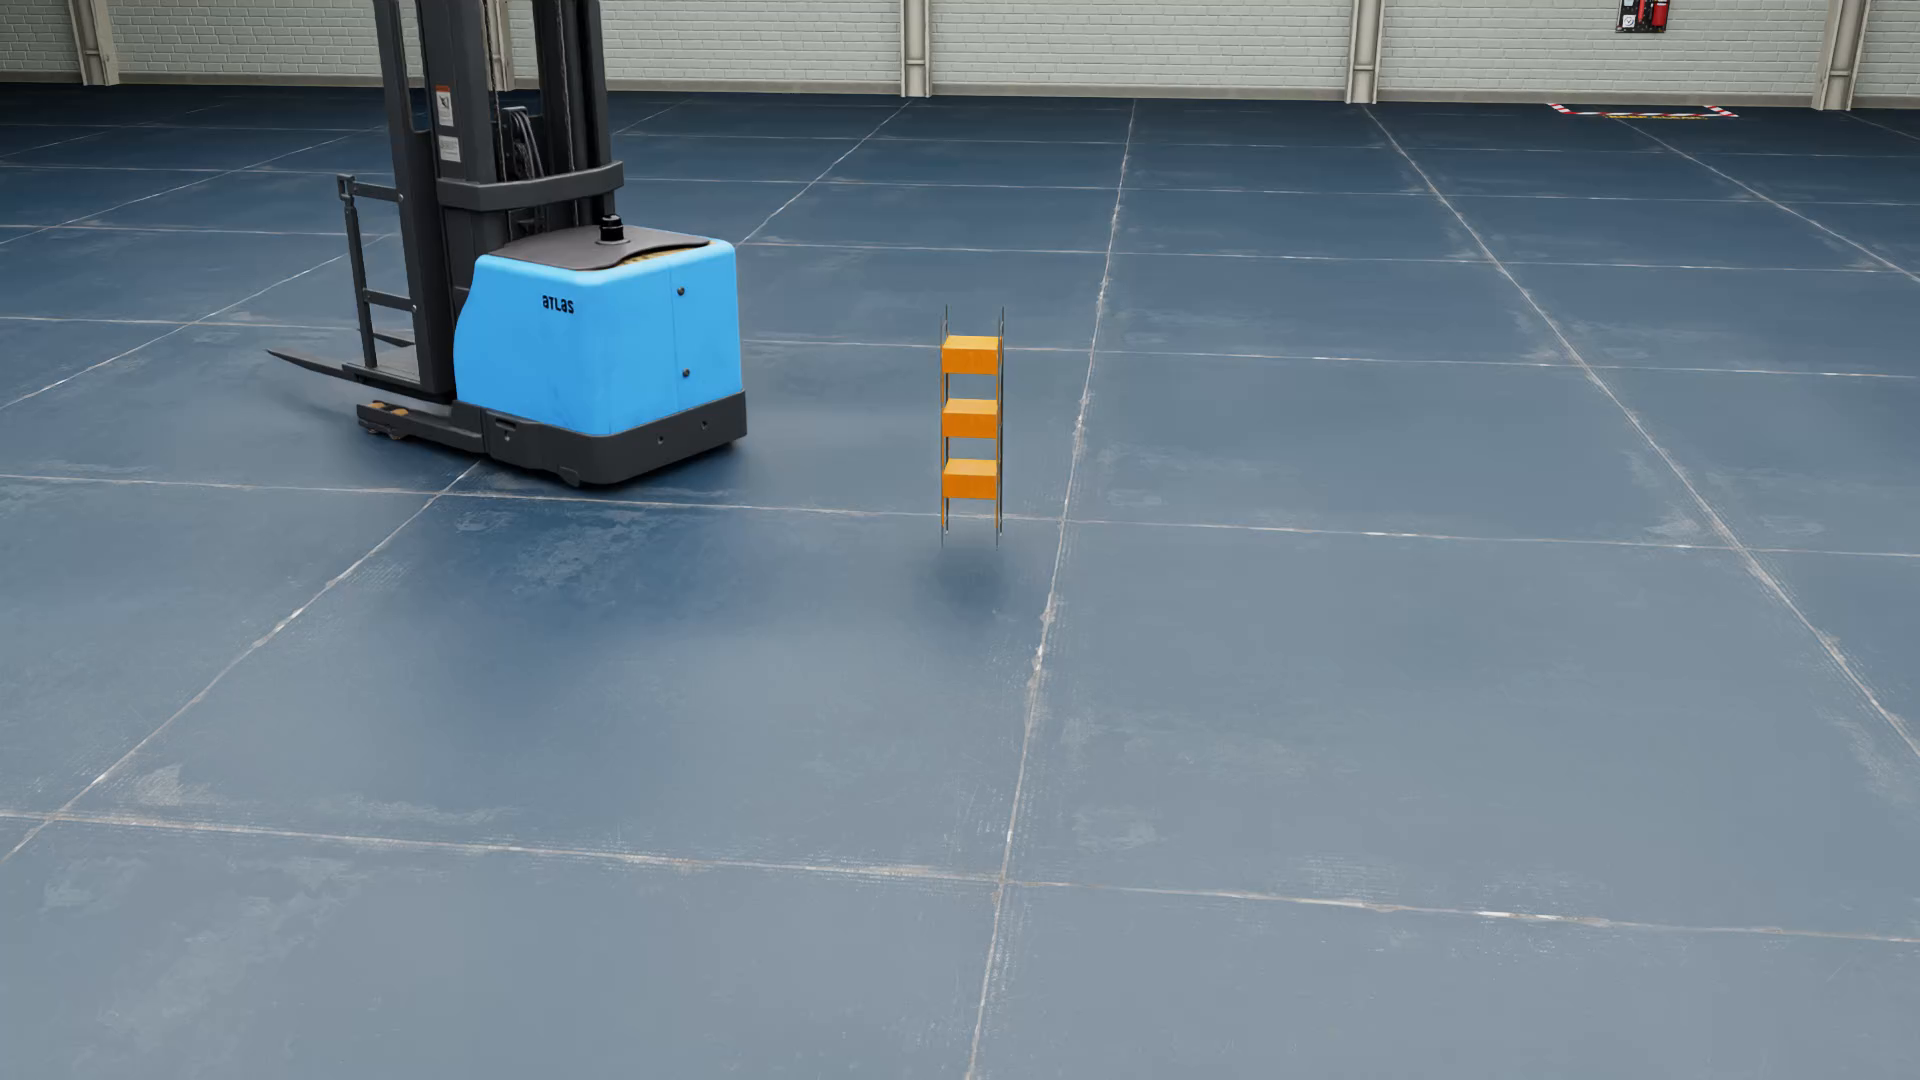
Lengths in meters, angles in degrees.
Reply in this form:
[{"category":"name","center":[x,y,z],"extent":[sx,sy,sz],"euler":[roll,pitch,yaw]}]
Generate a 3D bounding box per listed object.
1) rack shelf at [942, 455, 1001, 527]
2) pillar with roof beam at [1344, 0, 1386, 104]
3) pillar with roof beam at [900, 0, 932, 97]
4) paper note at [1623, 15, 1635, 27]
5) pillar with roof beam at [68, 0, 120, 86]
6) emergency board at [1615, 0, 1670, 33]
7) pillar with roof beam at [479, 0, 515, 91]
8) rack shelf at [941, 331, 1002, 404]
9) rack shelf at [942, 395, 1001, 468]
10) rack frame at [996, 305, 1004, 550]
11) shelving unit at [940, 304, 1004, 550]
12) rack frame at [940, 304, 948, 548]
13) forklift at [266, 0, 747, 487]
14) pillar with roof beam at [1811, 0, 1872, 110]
[{"category":"rack shelf","center":[0.053,-0.218,7.347],"extent":[0.240,0.259,0.215],"euler":[2,22,6]},{"category":"pillar with roof beam","center":[4.855,-8.483,16.658],"extent":[0.400,9.000,9.100],"euler":[2,22,6]},{"category":"pillar with roof beam","center":[-1.103,-8.743,17.314],"extent":[0.400,9.000,9.100],"euler":[2,22,6]},{"category":"paper note","center":[8.703,-6.750,21.630],"extent":[0.142,0.148,0.016],"euler":[2,22,6]},{"category":"pillar with roof beam","center":[-13.020,-9.262,18.628],"extent":[0.400,9.000,9.100],"euler":[2,22,6]},{"category":"emergency board","center":[8.871,-7.126,21.385],"extent":[0.643,1.169,0.194],"euler":[2,22,6]},{"category":"pillar with roof beam","center":[-7.061,-9.002,17.971],"extent":[0.400,9.000,9.100],"euler":[2,22,6]},{"category":"rack shelf","center":[0.053,-0.740,7.141],"extent":[0.240,0.259,0.215],"euler":[2,22,6]},{"category":"rack shelf","center":[0.053,-0.476,7.245],"extent":[0.240,0.259,0.215],"euler":[2,22,6]},{"category":"rack frame","center":[0.174,-0.481,7.228],"extent":[0.008,1.050,0.200],"euler":[2,22,6]},{"category":"shelving unit","center":[0.053,-0.486,7.241],"extent":[0.252,1.050,0.215],"euler":[2,22,6]},{"category":"rack frame","center":[-0.068,-0.491,7.254],"extent":[0.008,1.050,0.200],"euler":[2,22,6]},{"category":"forklift","center":[-2.595,-2.028,8.583],"extent":[3.031,2.935,1.130],"euler":[15,26,33]},{"category":"pillar with roof beam","center":[10.814,-8.224,16.001],"extent":[0.400,9.000,9.100],"euler":[2,22,6]}]
